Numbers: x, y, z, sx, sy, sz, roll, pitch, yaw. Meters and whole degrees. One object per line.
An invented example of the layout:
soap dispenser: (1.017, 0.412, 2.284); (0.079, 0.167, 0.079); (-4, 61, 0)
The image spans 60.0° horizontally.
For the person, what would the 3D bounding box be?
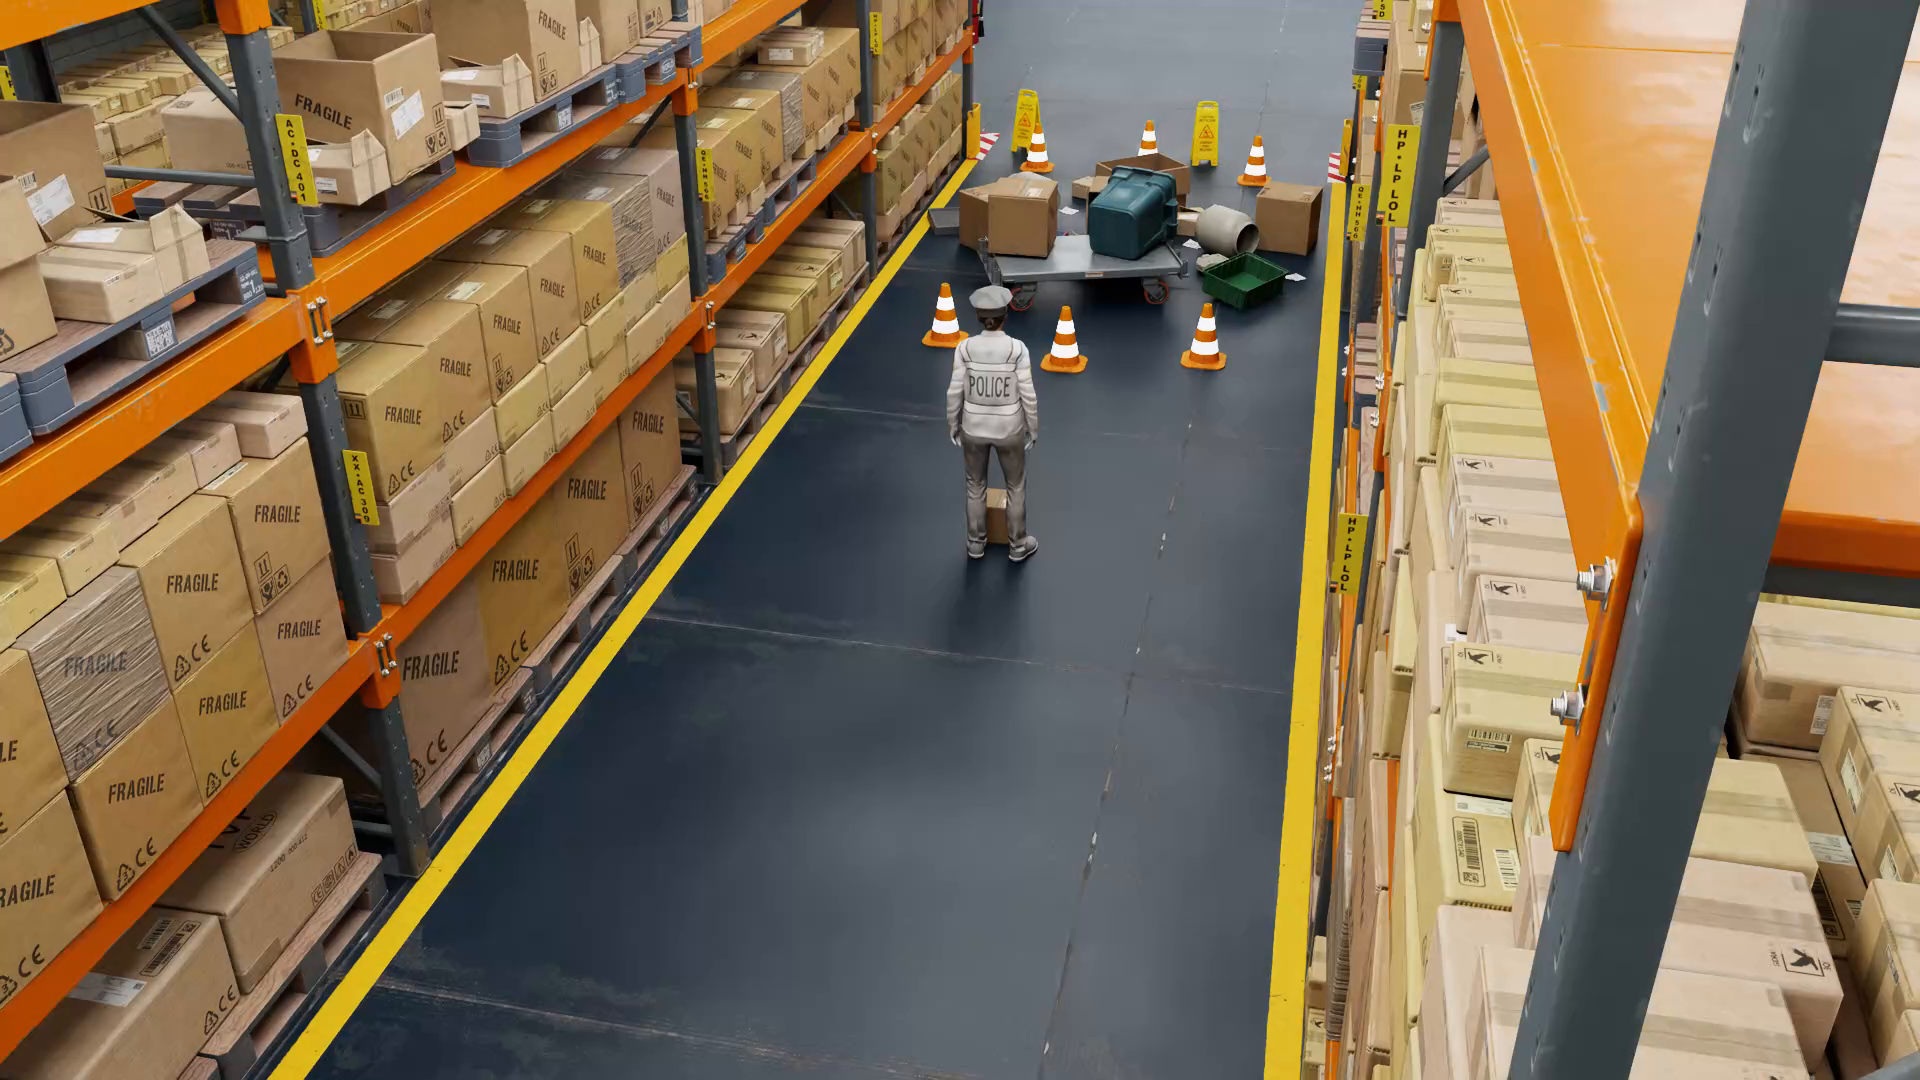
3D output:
person: (0.193, -0.654, 9.785); (0.546, 1.667, 0.369); (5, 29, 8)
